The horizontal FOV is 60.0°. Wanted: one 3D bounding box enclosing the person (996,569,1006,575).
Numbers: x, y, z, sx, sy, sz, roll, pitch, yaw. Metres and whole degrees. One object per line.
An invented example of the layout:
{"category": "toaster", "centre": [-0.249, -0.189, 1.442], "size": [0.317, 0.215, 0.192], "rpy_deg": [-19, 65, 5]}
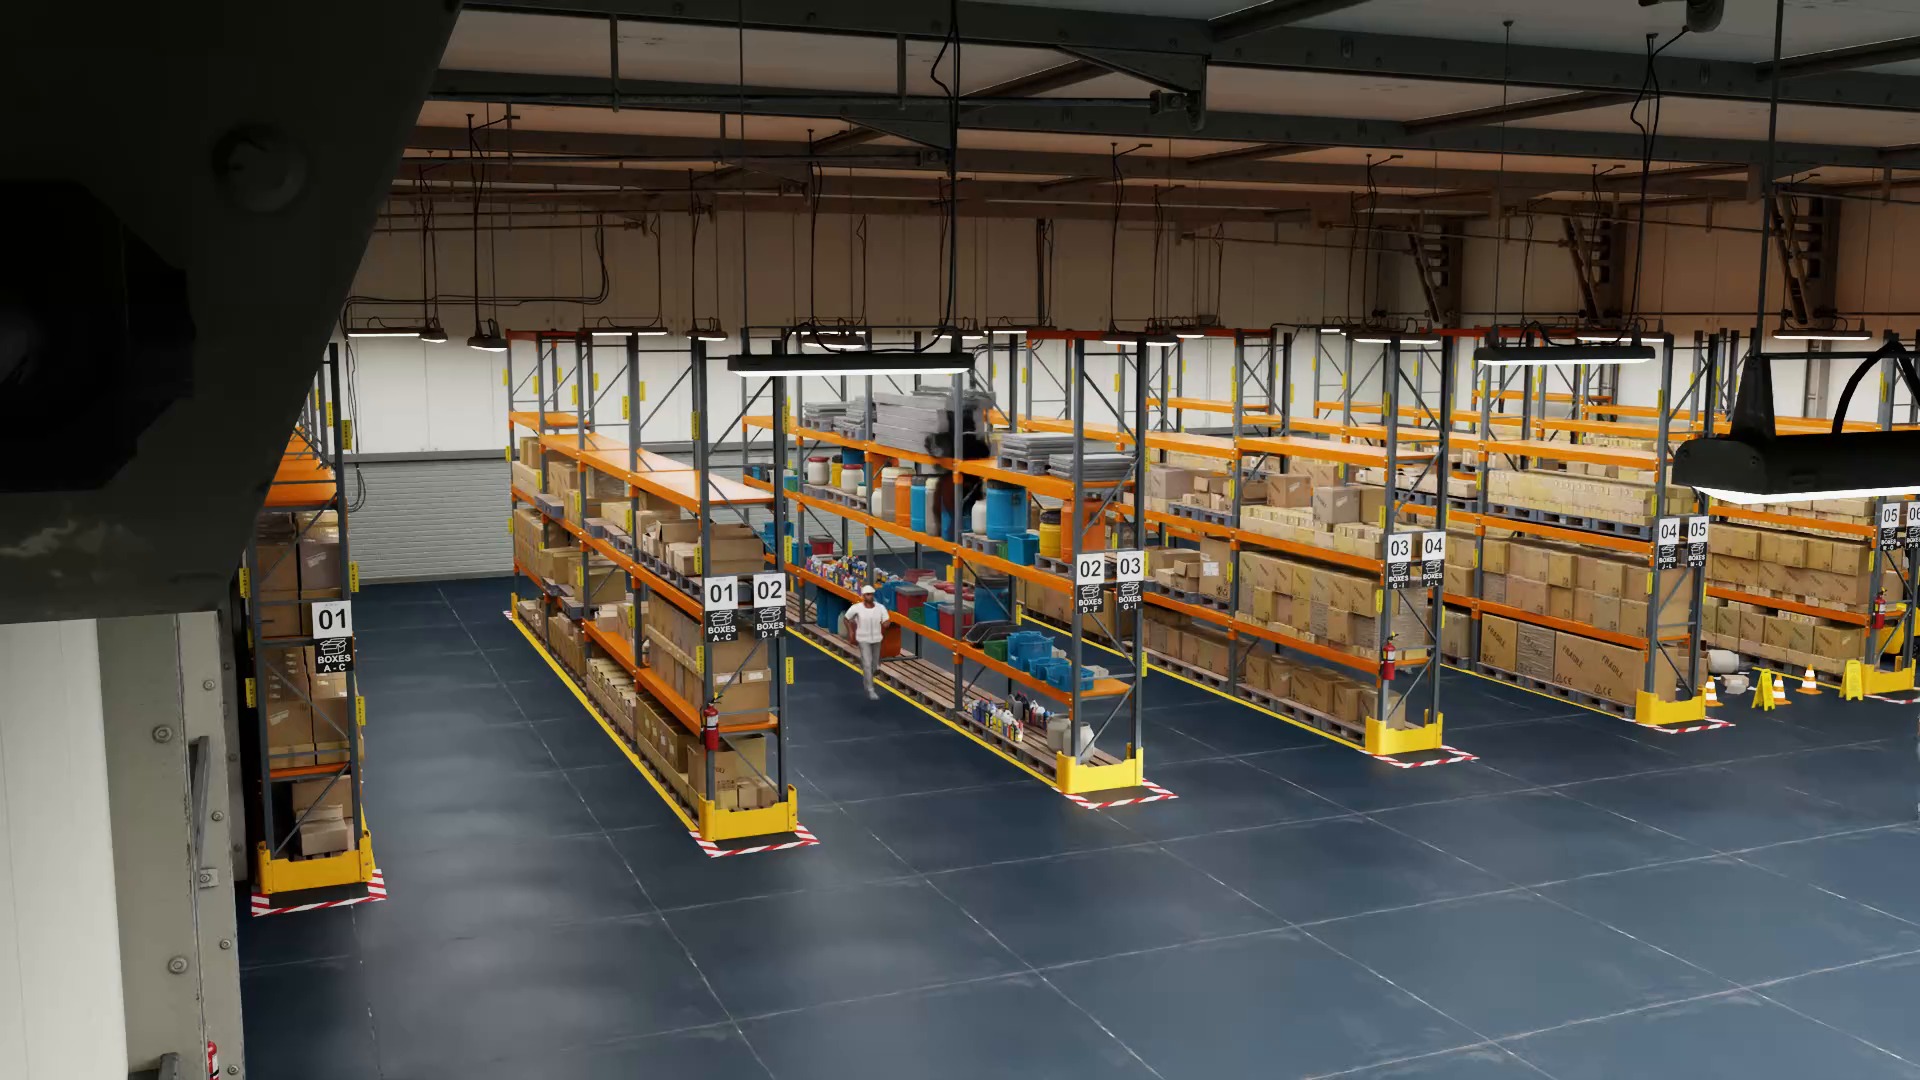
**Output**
{"category": "person", "centre": [0.776, 1.256, 31.373], "size": [0.588, 1.696, 0.827], "rpy_deg": [-4, 9, -28]}

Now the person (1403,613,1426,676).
{"category": "person", "centre": [7.928, 1.554, 29.235], "size": [0.503, 1.584, 0.672], "rpy_deg": [-4, 9, -29]}

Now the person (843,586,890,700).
{"category": "person", "centre": [-1.425, 1.609, 26.227], "size": [0.710, 1.794, 0.902], "rpy_deg": [-3, 8, -22]}
